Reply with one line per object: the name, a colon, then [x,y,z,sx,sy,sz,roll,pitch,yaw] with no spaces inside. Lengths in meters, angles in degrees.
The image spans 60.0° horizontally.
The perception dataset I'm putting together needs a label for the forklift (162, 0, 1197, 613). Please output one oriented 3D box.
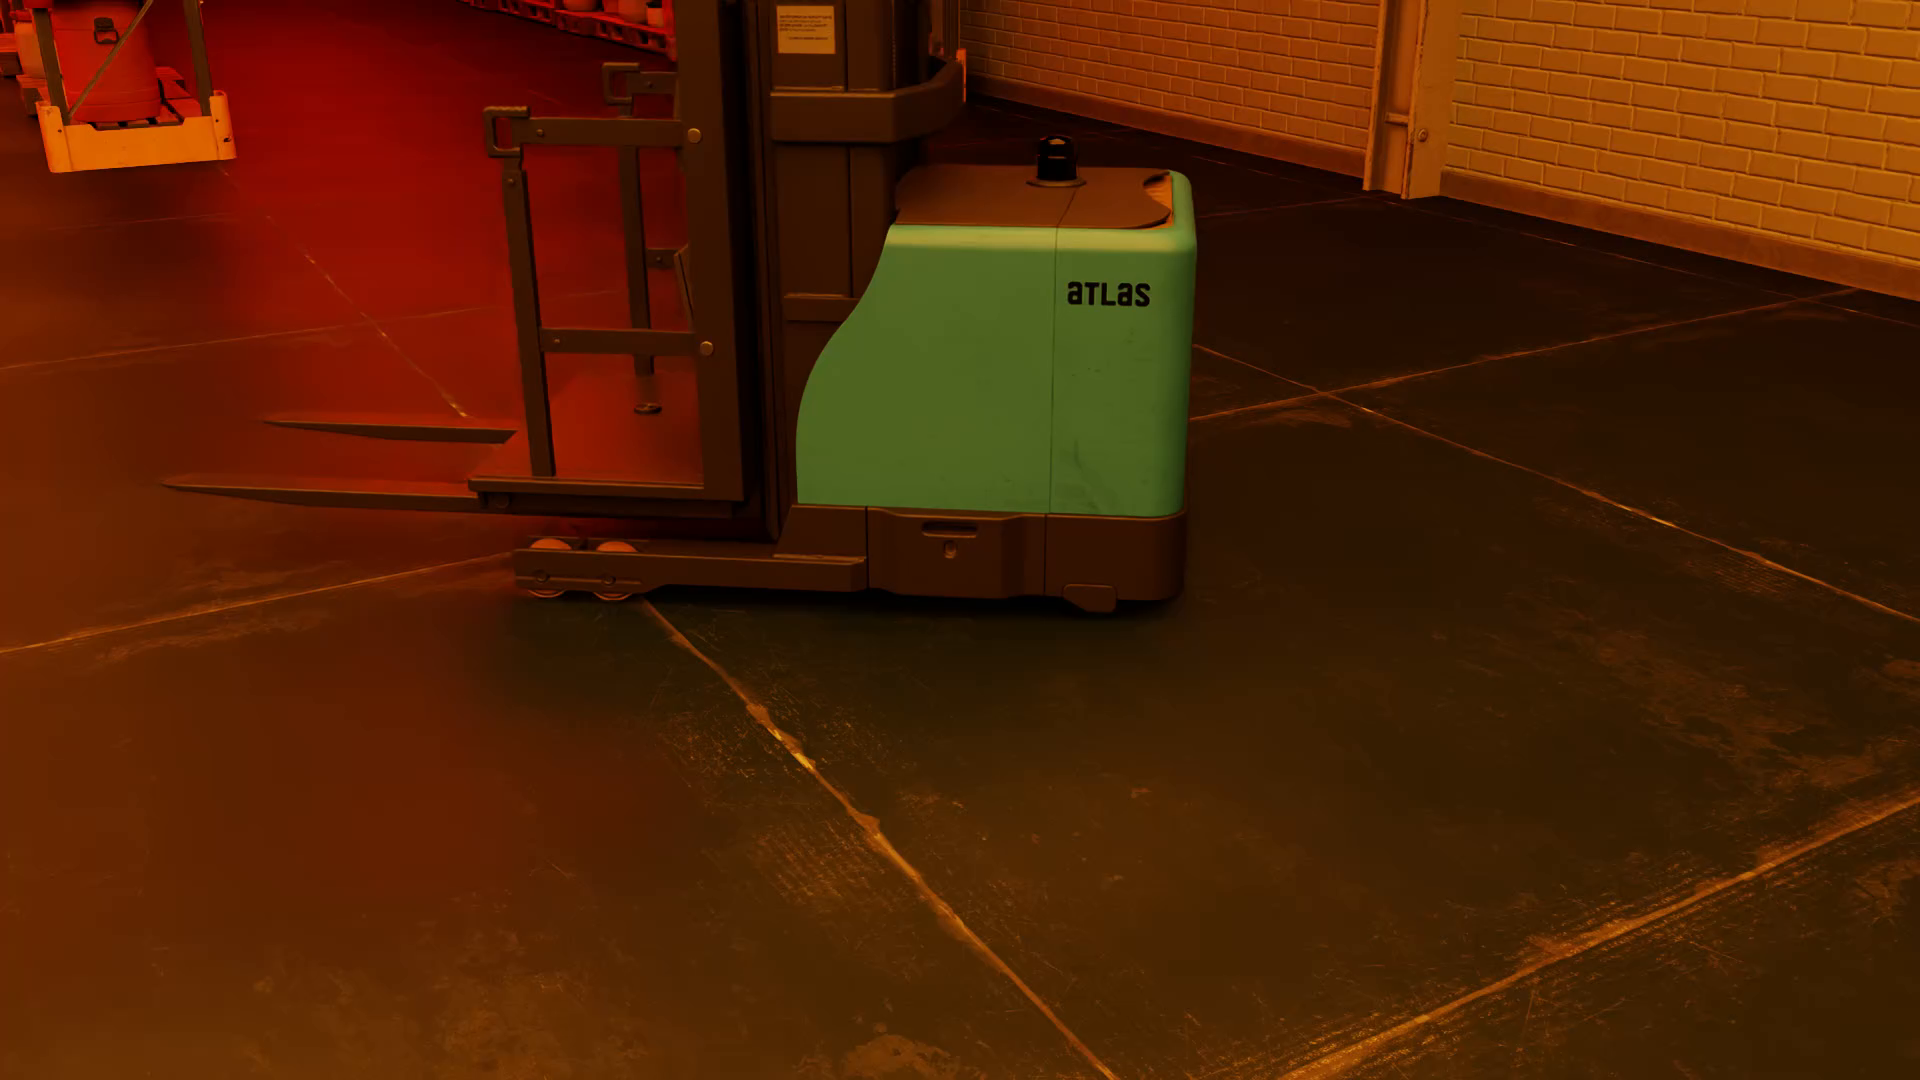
forklift: [-0.839,-1.379,4.634,3.031,2.935,1.130,2,22,6]
